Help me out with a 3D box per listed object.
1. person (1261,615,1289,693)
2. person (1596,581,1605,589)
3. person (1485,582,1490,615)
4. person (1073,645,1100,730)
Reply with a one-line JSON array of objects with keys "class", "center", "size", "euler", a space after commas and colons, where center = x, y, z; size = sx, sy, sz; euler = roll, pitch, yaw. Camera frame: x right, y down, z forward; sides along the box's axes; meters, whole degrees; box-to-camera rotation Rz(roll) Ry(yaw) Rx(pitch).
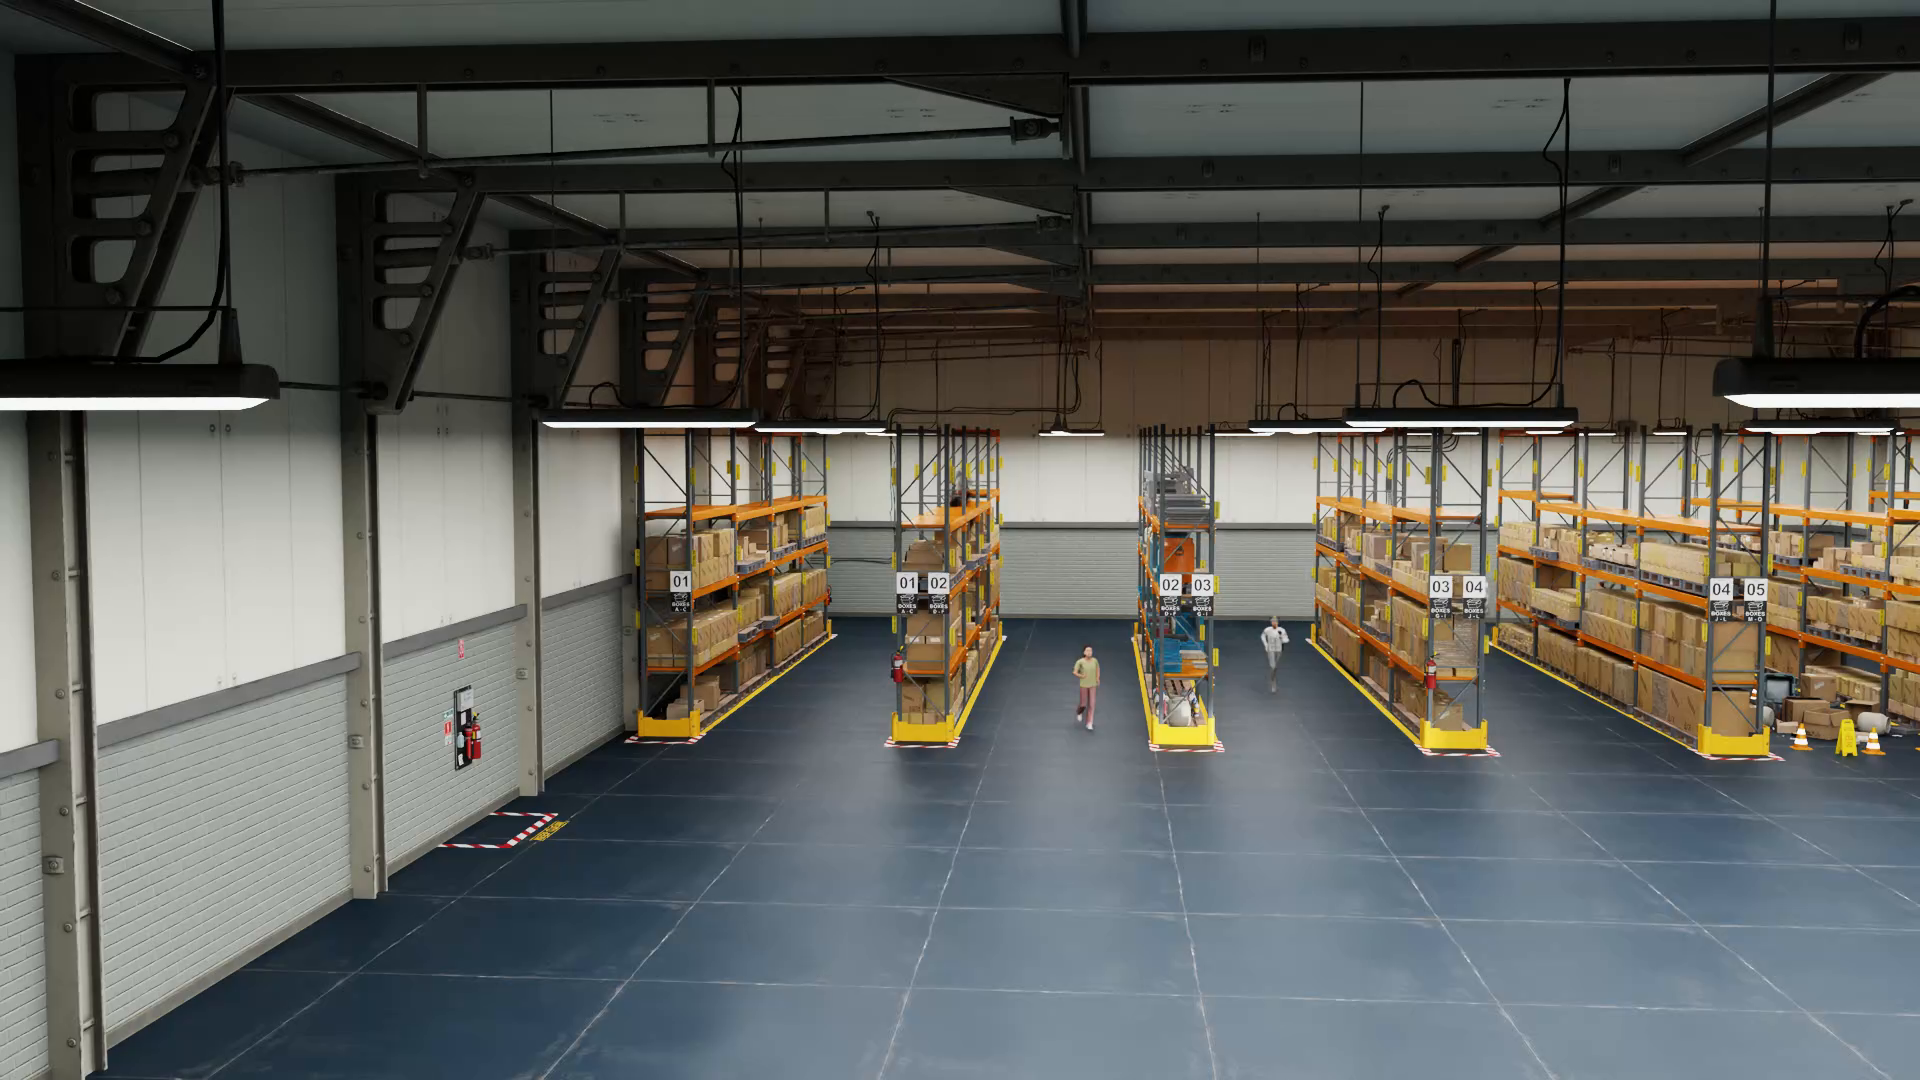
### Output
[{"class": "person", "center": [7.187, 2.580, 37.898], "size": [0.584, 1.754, 0.775], "euler": [0, 3, -1]}, {"class": "person", "center": [18.168, 1.992, 47.253], "size": [0.969, 1.648, 0.567], "euler": [0, 3, 2]}, {"class": "person", "center": [14.805, 1.995, 47.496], "size": [0.524, 1.669, 0.857], "euler": [-1, 4, -19]}, {"class": "person", "center": [2.513, 2.893, 32.907], "size": [0.583, 1.641, 0.772], "euler": [-1, 4, -12]}]
